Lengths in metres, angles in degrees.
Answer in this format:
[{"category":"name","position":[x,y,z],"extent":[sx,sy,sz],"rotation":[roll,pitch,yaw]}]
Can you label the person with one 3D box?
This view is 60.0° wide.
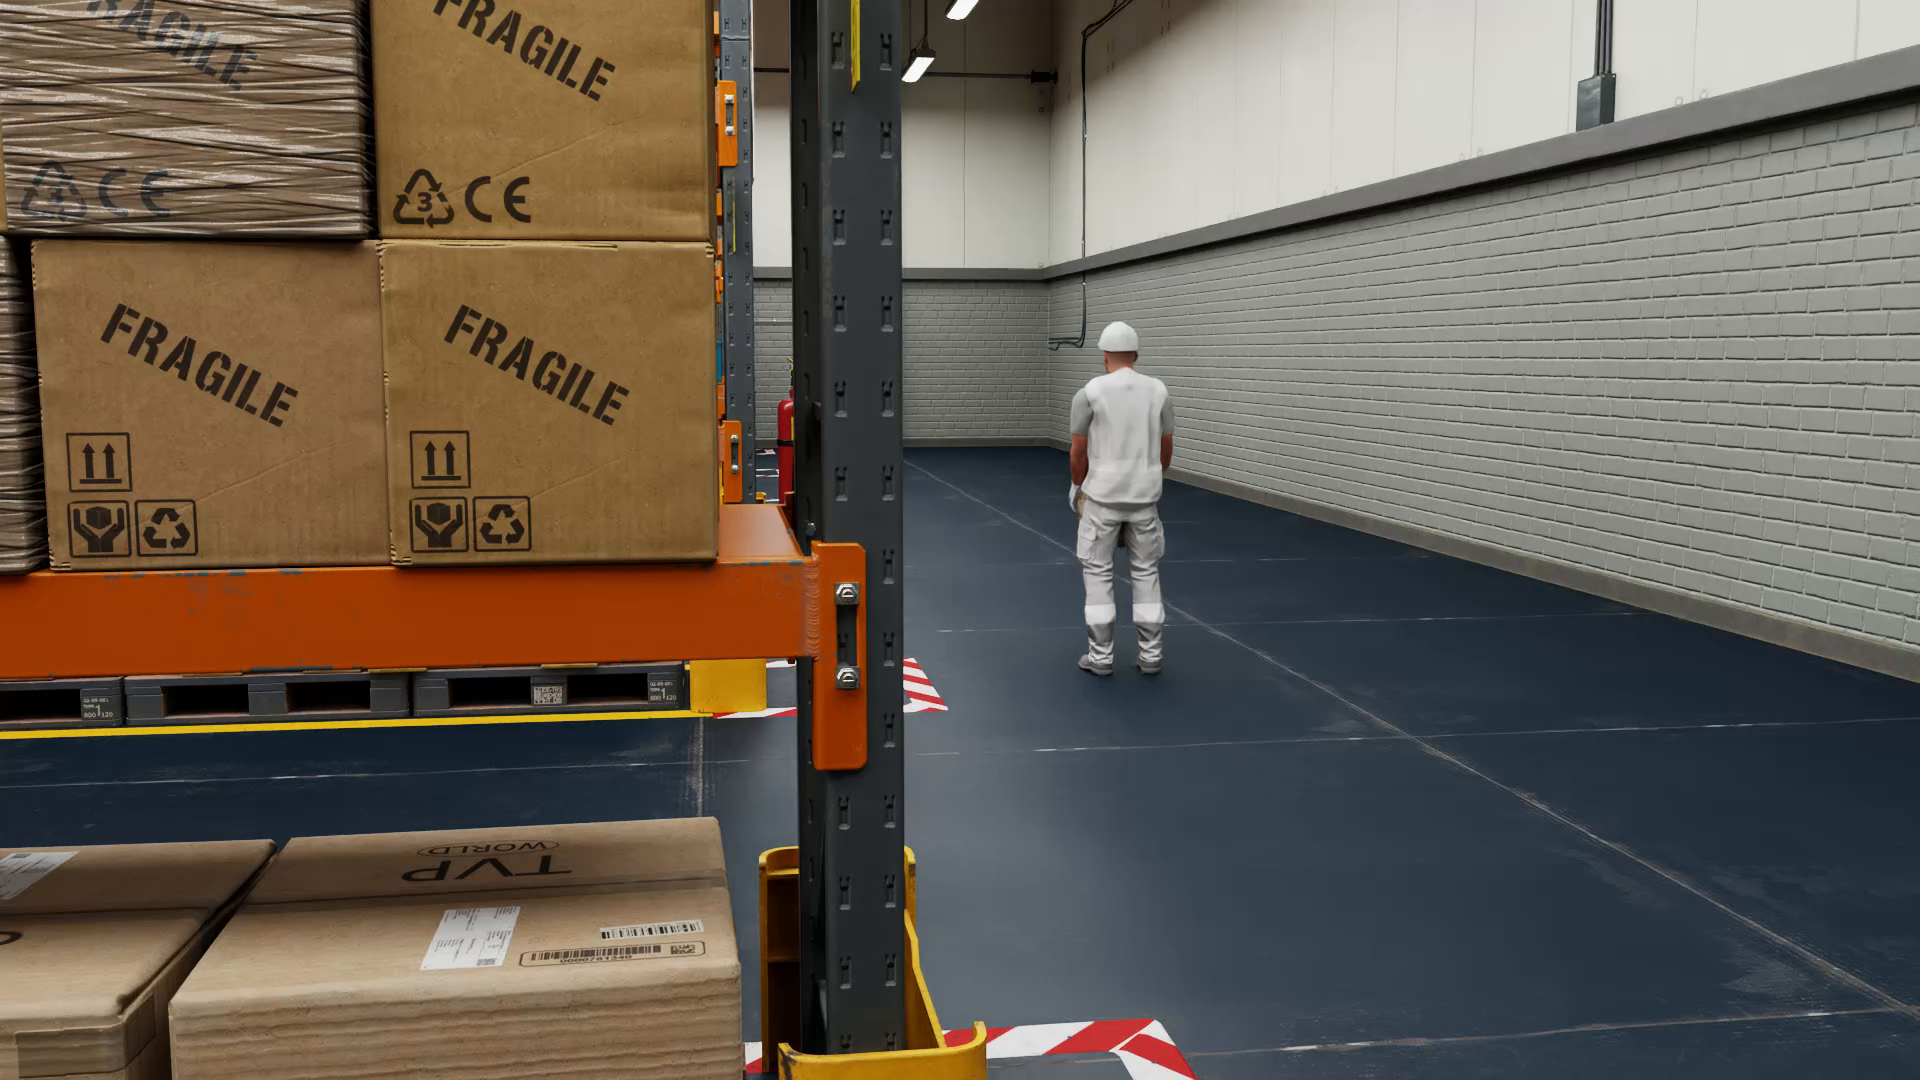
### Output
[{"category":"person","position":[0.811,-0.211,8.477],"extent":[0.539,1.789,0.437],"rotation":[-1,6,-10]}]
